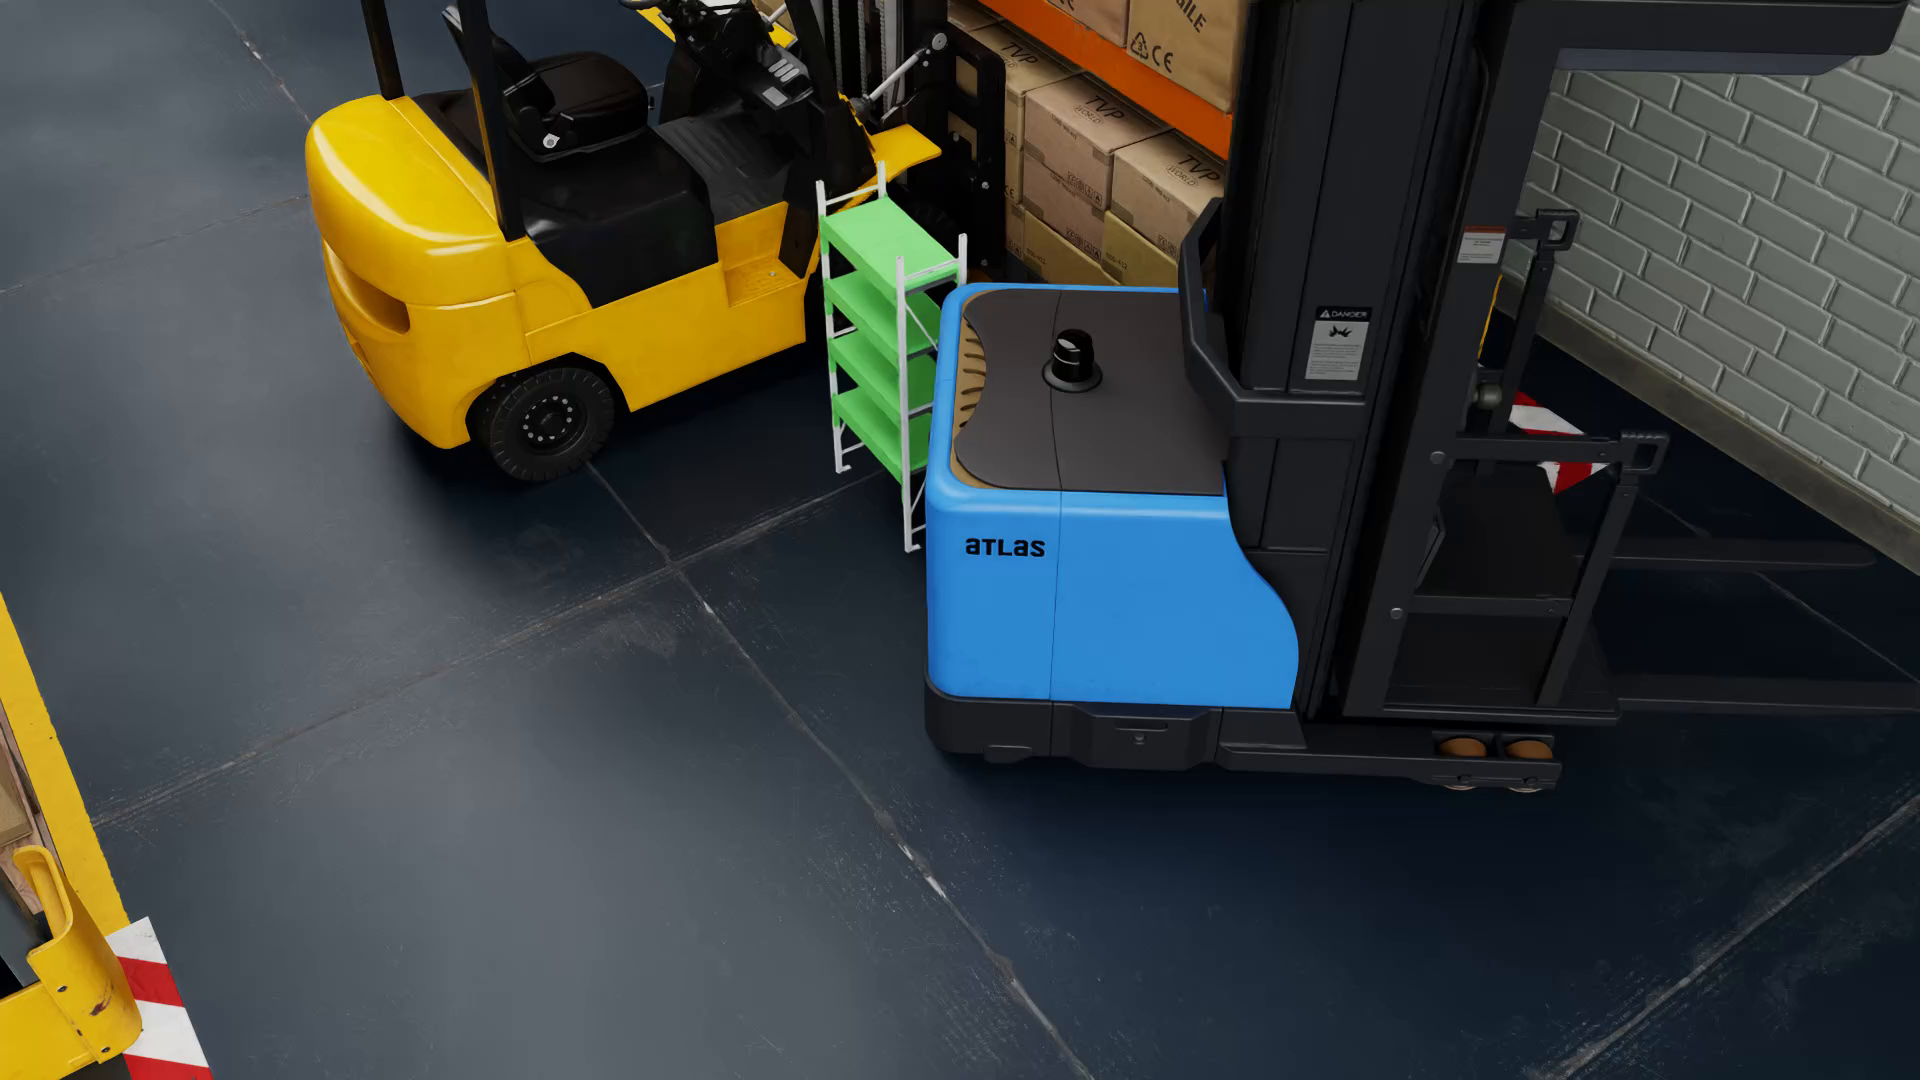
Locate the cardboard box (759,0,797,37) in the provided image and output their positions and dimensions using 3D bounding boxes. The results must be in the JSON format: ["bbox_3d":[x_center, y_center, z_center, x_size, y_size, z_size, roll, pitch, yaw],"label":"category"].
[{"bbox_3d":[-0.576,-2.482,7.503,0.500,0.250,0.500,-26,49,-25],"label":"cardboard box"}]

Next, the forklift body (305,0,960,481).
[{"bbox_3d":[-1.182,-1.606,5.874,2.313,2.155,1.214,-26,49,-24],"label":"forklift body"}]

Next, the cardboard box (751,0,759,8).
[{"bbox_3d":[-0.866,-2.767,7.801,0.500,0.250,0.500,-26,49,-25],"label":"cardboard box"}]

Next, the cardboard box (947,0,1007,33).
[{"bbox_3d":[0.002,-2.075,6.714,0.500,0.250,0.500,-27,50,-25],"label":"cardboard box"}]

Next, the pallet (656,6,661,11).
[{"bbox_3d":[-1.343,-3.218,8.968,1.003,0.211,1.213,-26,49,-24],"label":"pallet"}]

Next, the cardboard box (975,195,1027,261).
[{"bbox_3d":[0.316,-1.430,6.763,0.500,0.250,0.500,-25,49,-24],"label":"cardboard box"}]

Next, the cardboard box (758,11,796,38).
[{"bbox_3d":[-0.581,-2.296,7.670,0.500,0.250,0.500,-27,50,-25],"label":"cardboard box"}]

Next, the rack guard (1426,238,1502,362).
[{"bbox_3d":[1.413,-0.641,6.060,1.175,0.500,0.348,-26,49,-24],"label":"rack guard"}]

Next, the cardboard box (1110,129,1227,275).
[{"bbox_3d":[0.880,-1.216,5.814,0.500,0.250,0.500,-24,49,-23],"label":"cardboard box"}]

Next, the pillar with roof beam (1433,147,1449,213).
[{"bbox_3d":[-1.791,-2.779,2.144,9.100,9.000,0.400,-26,49,-24],"label":"pillar with roof beam"}]

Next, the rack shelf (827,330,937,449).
[{"bbox_3d":[-0.214,-0.533,5.532,0.258,0.148,0.480,-23,48,-23],"label":"rack shelf"}]

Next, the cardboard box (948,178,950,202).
[{"bbox_3d":[0.000,-1.715,7.062,0.500,0.250,0.500,-24,49,-23],"label":"cardboard box"}]

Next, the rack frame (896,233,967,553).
[{"bbox_3d":[-0.084,-0.437,5.339,0.240,1.200,0.015,-23,48,-23],"label":"rack frame"}]

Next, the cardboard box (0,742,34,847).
[{"bbox_3d":[-2.905,0.680,4.552,0.500,0.250,0.500,-26,49,-25],"label":"cardboard box"}]

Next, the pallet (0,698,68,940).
[{"bbox_3d":[-3.149,0.895,4.659,1.003,0.211,1.213,-26,49,-24],"label":"pallet"}]

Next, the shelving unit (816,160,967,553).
[{"bbox_3d":[-0.214,-0.580,5.488,0.258,1.200,0.503,-23,48,-23],"label":"shelving unit"}]

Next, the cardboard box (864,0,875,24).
[{"bbox_3d":[-0.292,-2.375,7.028,0.500,0.250,0.500,-24,49,-23],"label":"cardboard box"}]

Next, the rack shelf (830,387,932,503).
[{"bbox_3d":[-0.214,-0.360,5.698,0.258,0.148,0.480,-23,48,-23],"label":"rack shelf"}]

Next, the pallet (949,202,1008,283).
[{"bbox_3d":[0.233,-1.658,7.333,1.003,0.211,1.213,-26,49,-24],"label":"pallet"}]

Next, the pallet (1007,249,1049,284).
[{"bbox_3d":[0.927,-0.967,6.610,1.003,0.211,1.213,-26,49,-24],"label":"pallet"}]

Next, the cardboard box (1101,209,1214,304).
[{"bbox_3d":[0.864,-1.050,6.002,0.500,0.250,0.500,-26,50,-25],"label":"cardboard box"}]

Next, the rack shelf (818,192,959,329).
[{"bbox_3d":[-0.214,-0.881,5.201,0.258,0.148,0.480,-23,48,-23],"label":"rack shelf"}]

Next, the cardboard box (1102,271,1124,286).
[{"bbox_3d":[0.871,-0.858,6.163,0.500,0.250,0.500,-25,49,-24],"label":"cardboard box"}]

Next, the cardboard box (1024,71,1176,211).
[{"bbox_3d":[0.583,-1.503,6.115,0.500,0.250,0.500,-25,49,-24],"label":"cardboard box"}]

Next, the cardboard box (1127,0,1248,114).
[{"bbox_3d":[0.902,-1.770,5.360,0.500,0.500,0.500,-27,50,-25],"label":"cardboard box"}]

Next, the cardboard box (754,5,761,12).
[{"bbox_3d":[-0.884,-2.577,7.965,0.500,0.250,0.500,-25,49,-24],"label":"cardboard box"}]

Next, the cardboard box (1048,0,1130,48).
[{"bbox_3d":[0.613,-2.068,5.671,0.500,0.500,0.500,-24,49,-23],"label":"cardboard box"}]

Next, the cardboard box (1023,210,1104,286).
[{"bbox_3d":[0.594,-1.143,6.462,0.500,0.250,0.500,-26,49,-24],"label":"cardboard box"}]

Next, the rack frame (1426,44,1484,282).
[{"bbox_3d":[1.399,-1.559,5.211,1.000,3.000,0.127,-26,49,-24],"label":"rack frame"}]

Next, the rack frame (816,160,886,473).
[{"bbox_3d":[-0.343,-0.722,5.638,0.240,1.200,0.015,-23,48,-23],"label":"rack frame"}]

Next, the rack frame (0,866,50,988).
[{"bbox_3d":[-2.670,0.404,3.155,1.000,3.000,0.127,-26,49,-24],"label":"rack frame"}]

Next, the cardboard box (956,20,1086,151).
[{"bbox_3d":[0.286,-1.785,6.410,0.500,0.250,0.500,-25,49,-24],"label":"cardboard box"}]

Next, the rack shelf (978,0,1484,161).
[{"bbox_3d":[0.255,-2.432,6.646,1.077,0.370,4.000,-26,49,-24],"label":"rack shelf"}]

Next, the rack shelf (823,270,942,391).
[{"bbox_3d":[-0.214,-0.707,5.367,0.258,0.148,0.480,-23,48,-23],"label":"rack shelf"}]

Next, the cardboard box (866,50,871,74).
[{"bbox_3d":[-0.298,-2.193,7.200,0.500,0.250,0.500,-26,50,-25],"label":"cardboard box"}]

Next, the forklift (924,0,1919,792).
[{"bbox_3d":[1.428,-0.686,4.346,3.031,2.935,1.130,2,44,2],"label":"forklift"}]

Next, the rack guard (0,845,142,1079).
[{"bbox_3d":[-2.713,1.265,4.063,1.175,0.500,0.348,-26,49,-24],"label":"rack guard"}]

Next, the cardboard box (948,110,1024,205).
[{"bbox_3d":[0.274,-1.622,6.602,0.500,0.250,0.500,-27,50,-25],"label":"cardboard box"}]

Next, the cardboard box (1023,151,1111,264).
[{"bbox_3d":[0.586,-1.338,6.304,0.500,0.250,0.500,-26,50,-25],"label":"cardboard box"}]
